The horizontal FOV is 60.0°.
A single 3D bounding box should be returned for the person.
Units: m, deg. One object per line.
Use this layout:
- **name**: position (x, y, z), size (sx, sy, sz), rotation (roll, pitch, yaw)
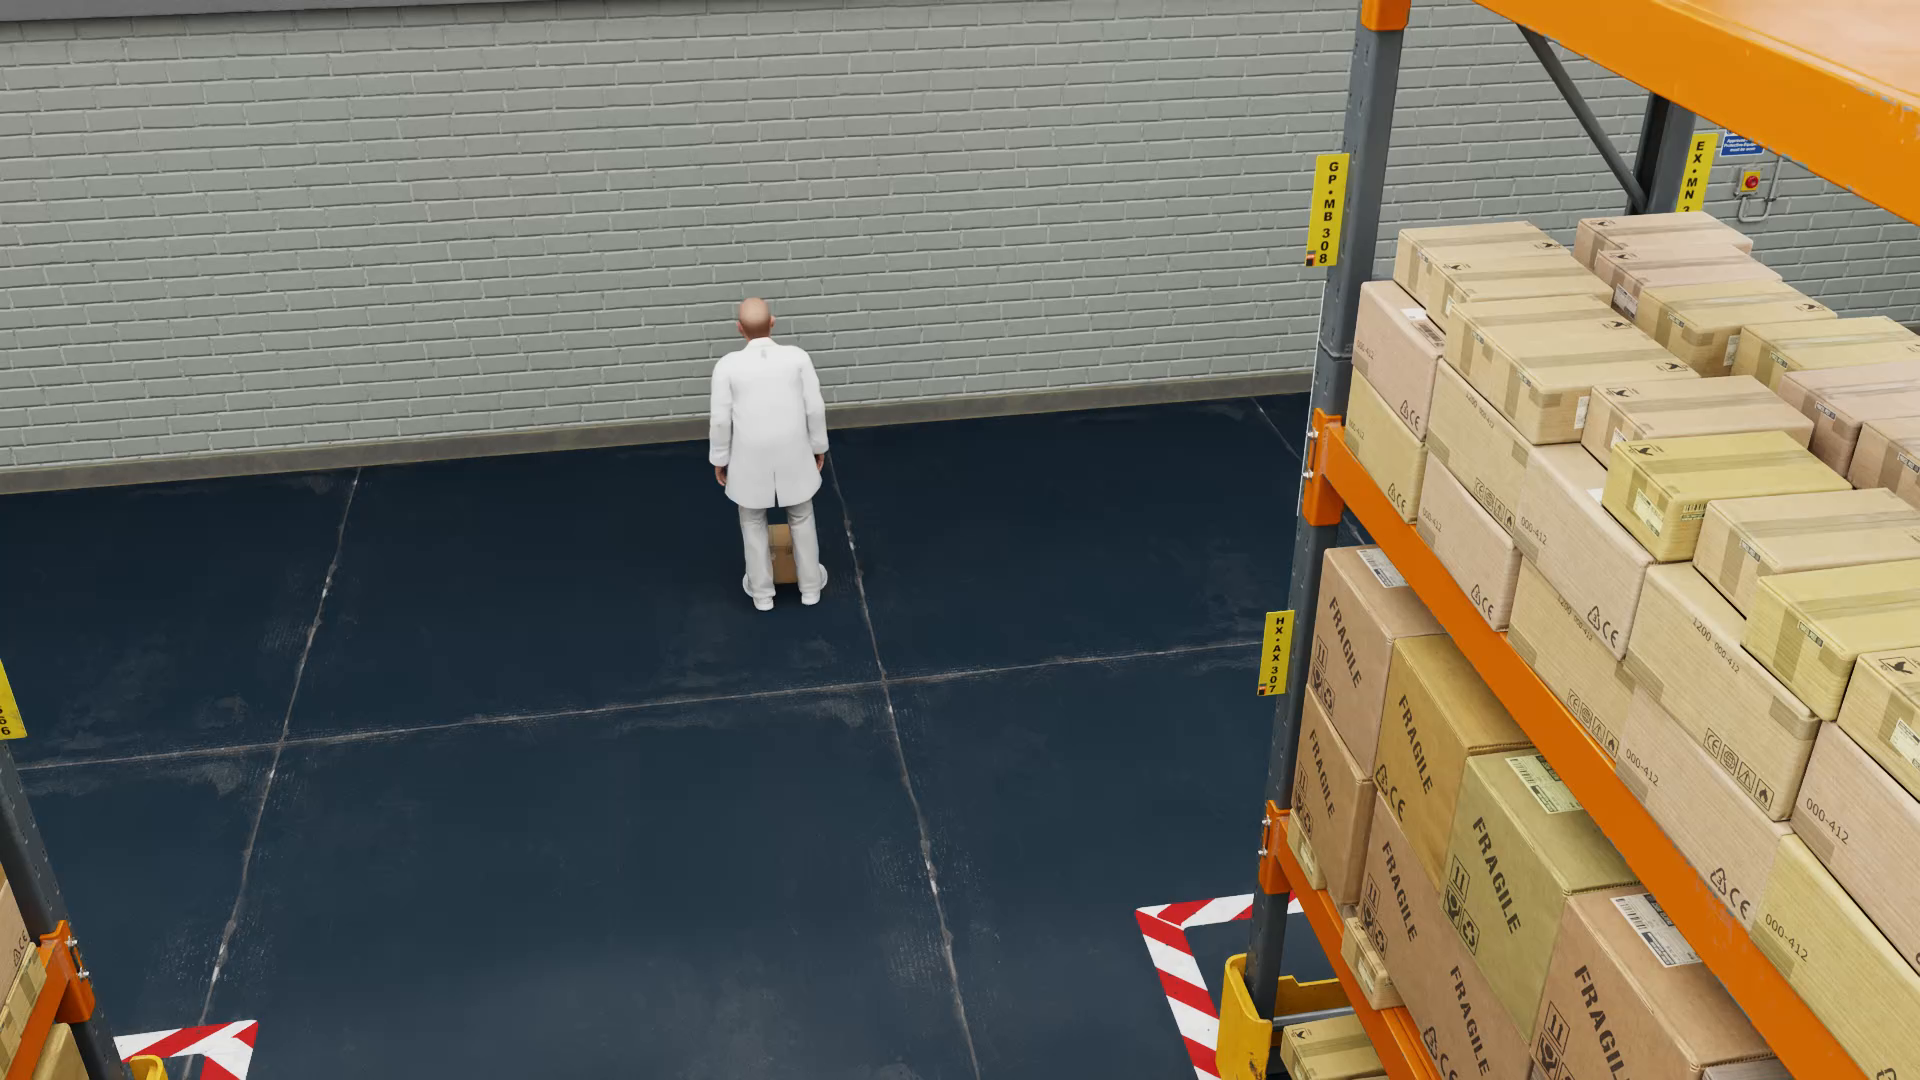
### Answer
- **person**: position (-1.024, -0.452, 8.932), size (0.645, 1.772, 0.429), rotation (-7, 31, -12)
